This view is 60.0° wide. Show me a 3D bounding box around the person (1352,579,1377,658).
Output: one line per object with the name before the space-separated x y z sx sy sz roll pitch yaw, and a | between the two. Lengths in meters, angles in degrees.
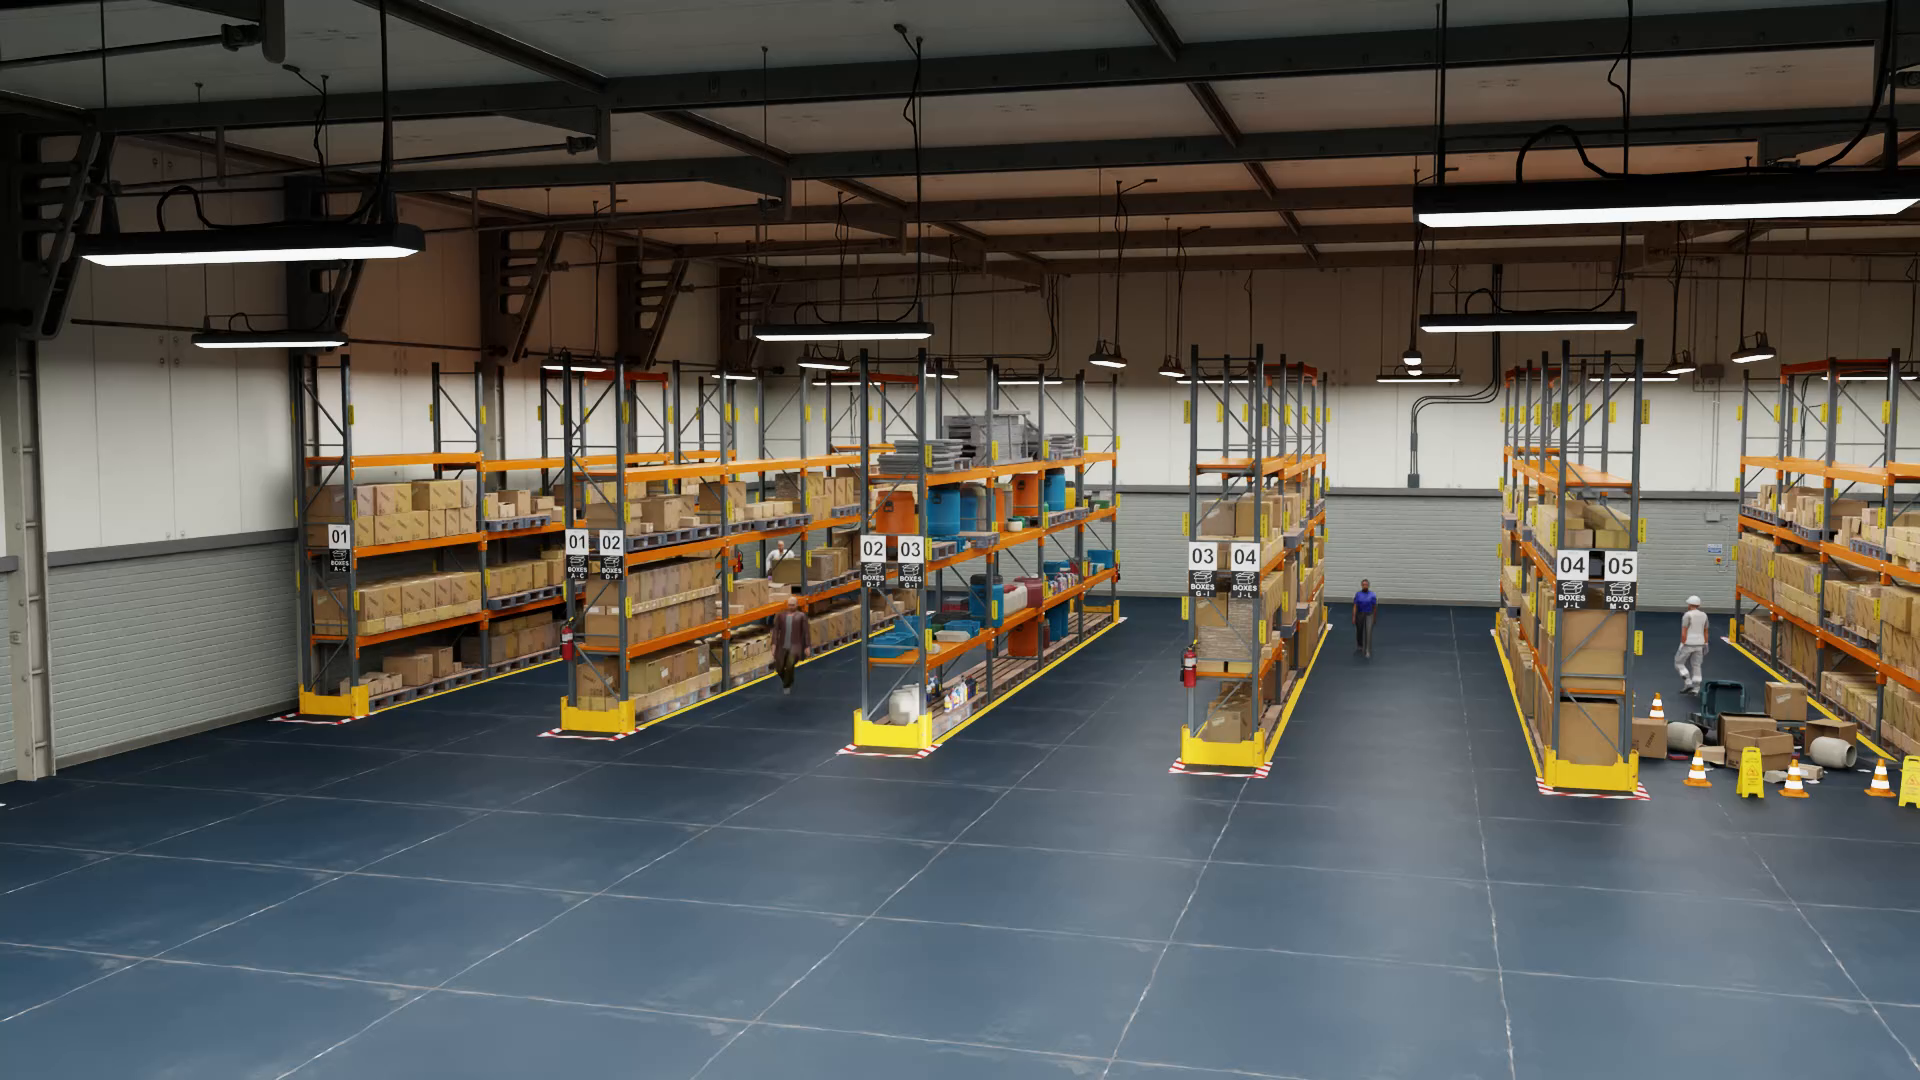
person | 8.390 1.599 34.464 0.496 1.594 1.045 1 4 15

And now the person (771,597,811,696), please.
person | -2.911 1.805 28.596 0.675 1.663 0.762 1 4 10

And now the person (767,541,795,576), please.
person | -4.616 0.905 43.134 0.778 1.795 0.885 -1 4 -13

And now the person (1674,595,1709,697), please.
person | 13.071 1.887 29.633 0.602 1.791 0.467 -1 4 -12

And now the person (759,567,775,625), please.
person | -4.322 1.390 37.457 0.517 1.600 0.444 2 5 20
